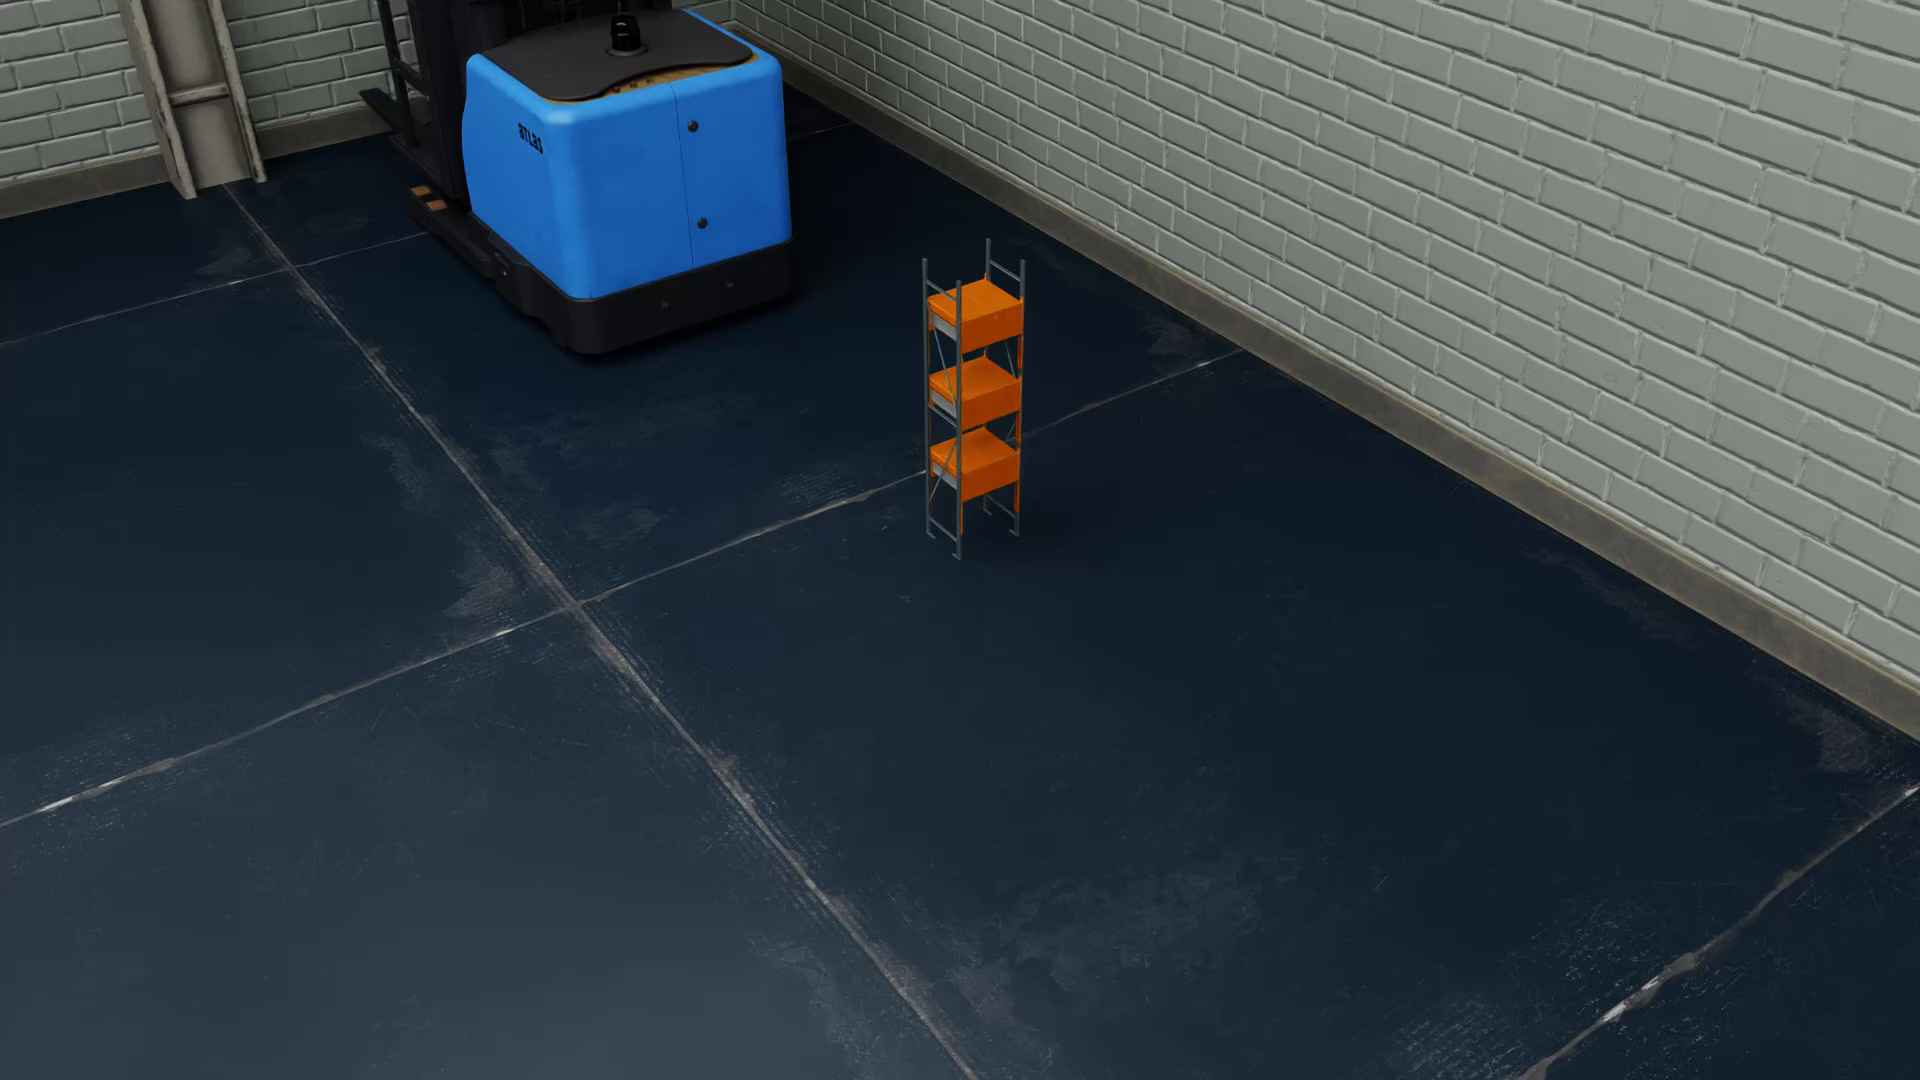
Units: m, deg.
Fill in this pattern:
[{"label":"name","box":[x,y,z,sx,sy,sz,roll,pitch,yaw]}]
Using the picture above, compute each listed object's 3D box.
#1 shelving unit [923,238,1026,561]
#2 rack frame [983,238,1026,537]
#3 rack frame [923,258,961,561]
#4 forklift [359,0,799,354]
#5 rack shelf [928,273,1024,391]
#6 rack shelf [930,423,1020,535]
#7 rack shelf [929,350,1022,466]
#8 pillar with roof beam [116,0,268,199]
[{"label":"shelving unit","box":[0.044,-0.444,5.468,0.252,1.050,0.215,-22,41,-28]},{"label":"rack frame","box":[0.143,-0.485,5.526,0.008,1.050,0.200,-22,41,-28]},{"label":"rack frame","box":[-0.056,-0.403,5.411,0.008,1.050,0.200,-22,41,-28]},{"label":"forklift","box":[-1.960,-2.746,7.057,1.130,2.935,3.031,-23,42,-28]},{"label":"rack shelf","box":[0.044,-0.666,5.309,0.240,0.259,0.215,-22,41,-28]},{"label":"rack shelf","box":[0.044,-0.210,5.637,0.240,0.259,0.215,-22,41,-28]},{"label":"rack shelf","box":[0.044,-0.436,5.475,0.240,0.259,0.215,-22,41,-28]},{"label":"pillar with roof beam","box":[-1.190,-3.384,2.748,0.400,9.000,9.100,-22,41,-28]}]
